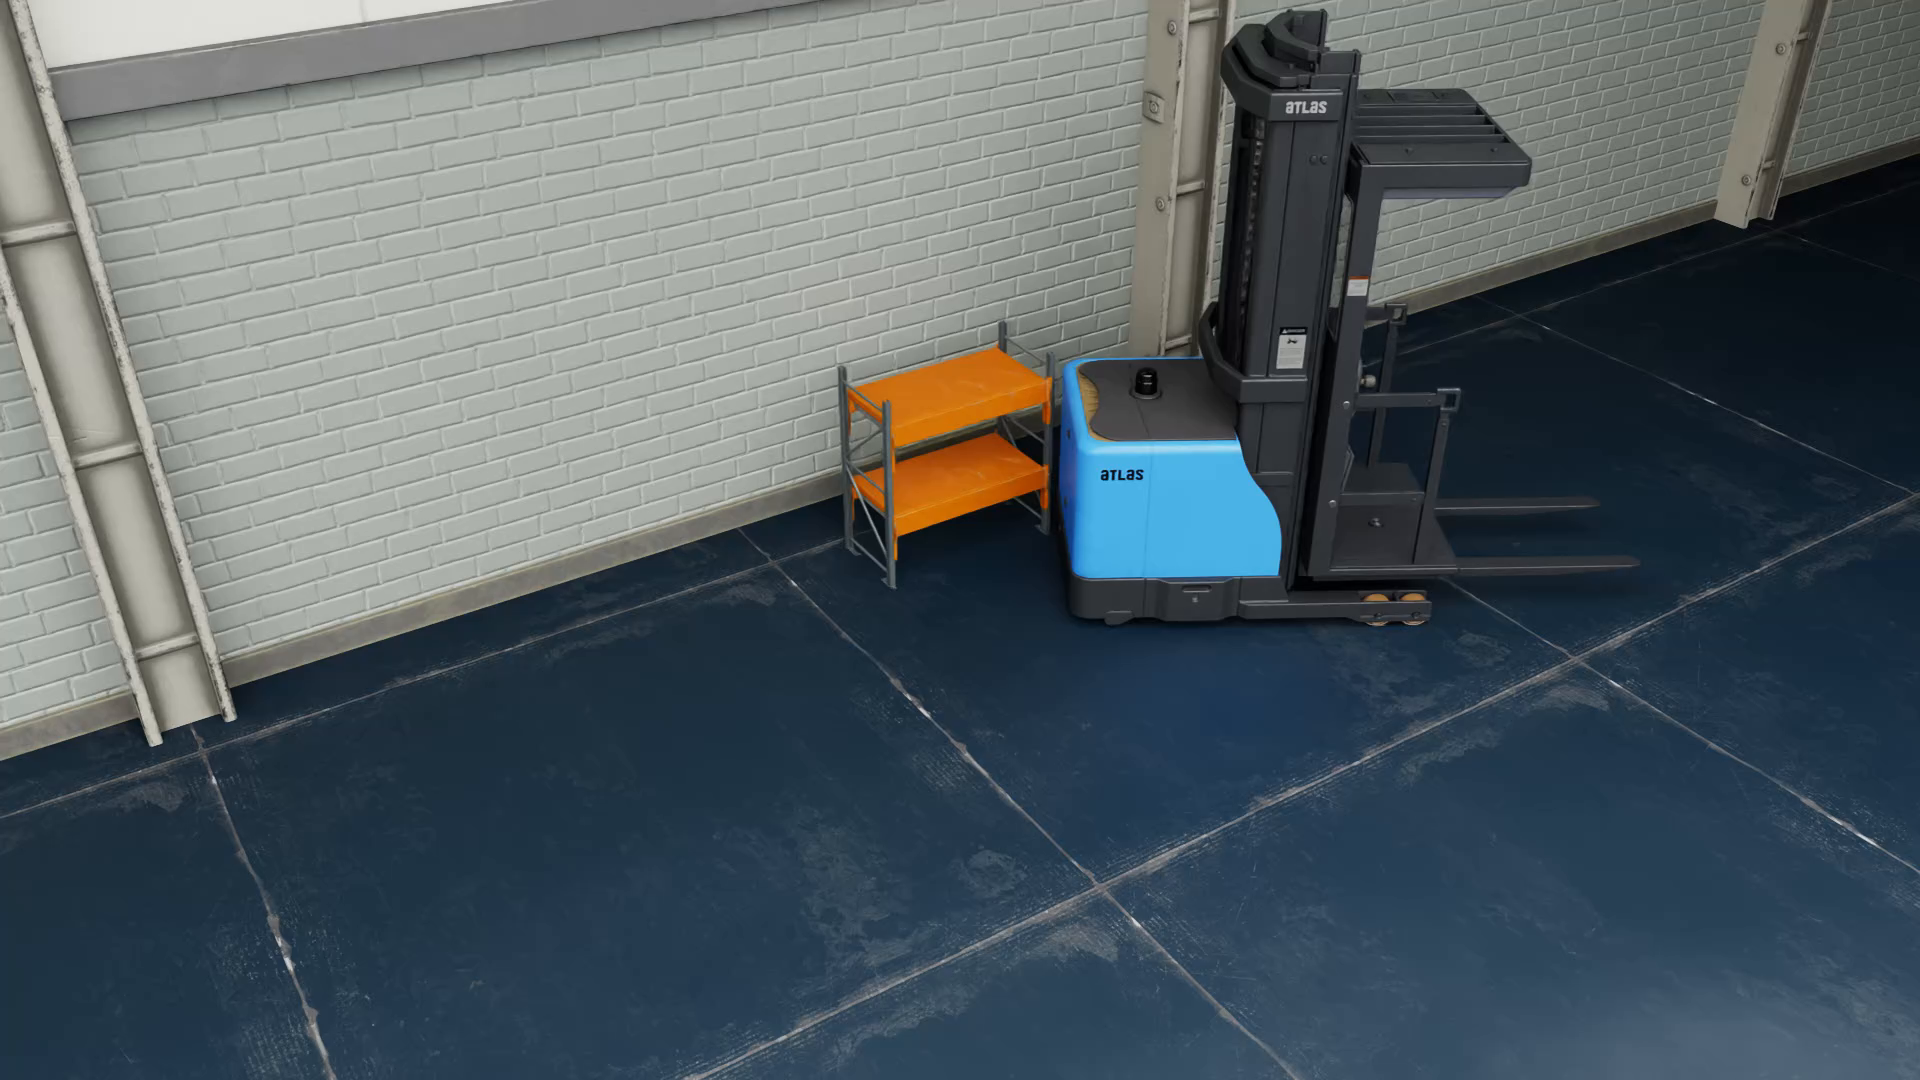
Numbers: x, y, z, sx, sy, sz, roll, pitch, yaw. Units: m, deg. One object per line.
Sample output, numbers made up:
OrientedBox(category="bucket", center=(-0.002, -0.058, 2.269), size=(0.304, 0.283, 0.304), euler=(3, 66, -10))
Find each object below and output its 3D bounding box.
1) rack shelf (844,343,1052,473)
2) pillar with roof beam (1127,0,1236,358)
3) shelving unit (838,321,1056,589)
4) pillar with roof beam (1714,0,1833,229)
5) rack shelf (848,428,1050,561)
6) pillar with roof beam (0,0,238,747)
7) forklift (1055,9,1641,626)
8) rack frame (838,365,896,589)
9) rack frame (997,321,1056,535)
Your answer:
OrientedBox(category="rack shelf", center=(-0.067, -0.721, 8.911), size=(1.000, 0.278, 0.538), euler=(-19, 37, -27))
OrientedBox(category="pillar with roof beam", center=(3.648, -2.761, 5.315), size=(0.400, 9.000, 9.100), euler=(-19, 37, -27))
OrientedBox(category="shelving unit", center=(-0.067, -0.473, 9.067), size=(1.048, 1.125, 0.538), euler=(-19, 37, -27))
OrientedBox(category="pillar with roof beam", center=(8.691, -4.496, 8.064), size=(0.400, 9.000, 9.100), euler=(-19, 37, -27))
OrientedBox(category="rack shelf", center=(-0.067, -0.266, 9.197), size=(1.000, 0.278, 0.538), euler=(-19, 37, -27))
OrientedBox(category="pillar with roof beam", center=(-1.395, -1.027, 2.565), size=(0.400, 9.000, 9.100), euler=(-19, 37, -27))
OrientedBox(category="forklift", center=(2.064, -1.075, 8.328), size=(3.031, 2.935, 1.130), euler=(-1, 32, -2))
OrientedBox(category="rack frame", center=(-0.494, -0.326, 8.834), size=(0.032, 1.125, 0.500), euler=(-19, 37, -27))
OrientedBox(category="rack frame", center=(0.361, -0.620, 9.300), size=(0.032, 1.125, 0.500), euler=(-19, 37, -27))
